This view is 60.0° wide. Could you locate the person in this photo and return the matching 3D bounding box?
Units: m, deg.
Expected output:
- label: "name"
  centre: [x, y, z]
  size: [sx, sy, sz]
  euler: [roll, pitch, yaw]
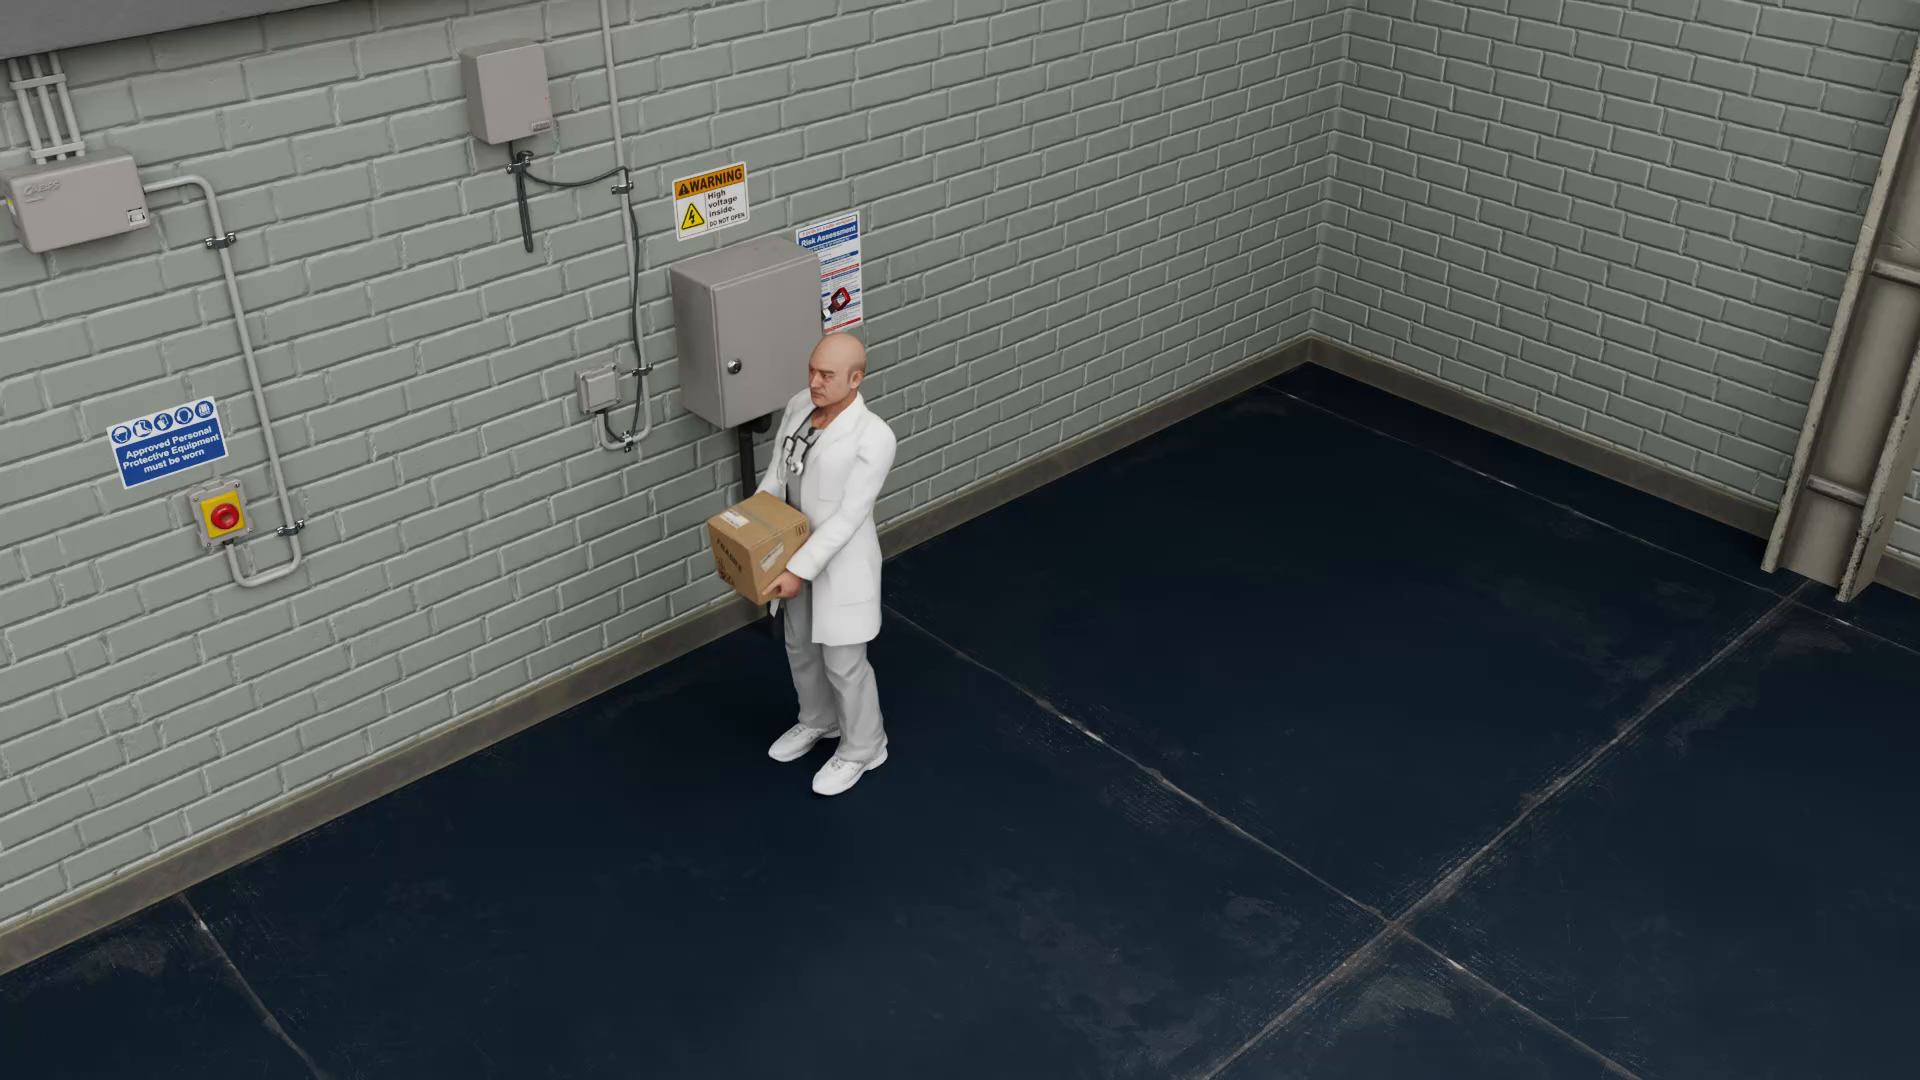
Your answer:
- label: "person"
  centre: [-0.548, 0.127, 5.960]
  size: [0.560, 1.758, 0.529]
  euler: [-25, 39, -35]
